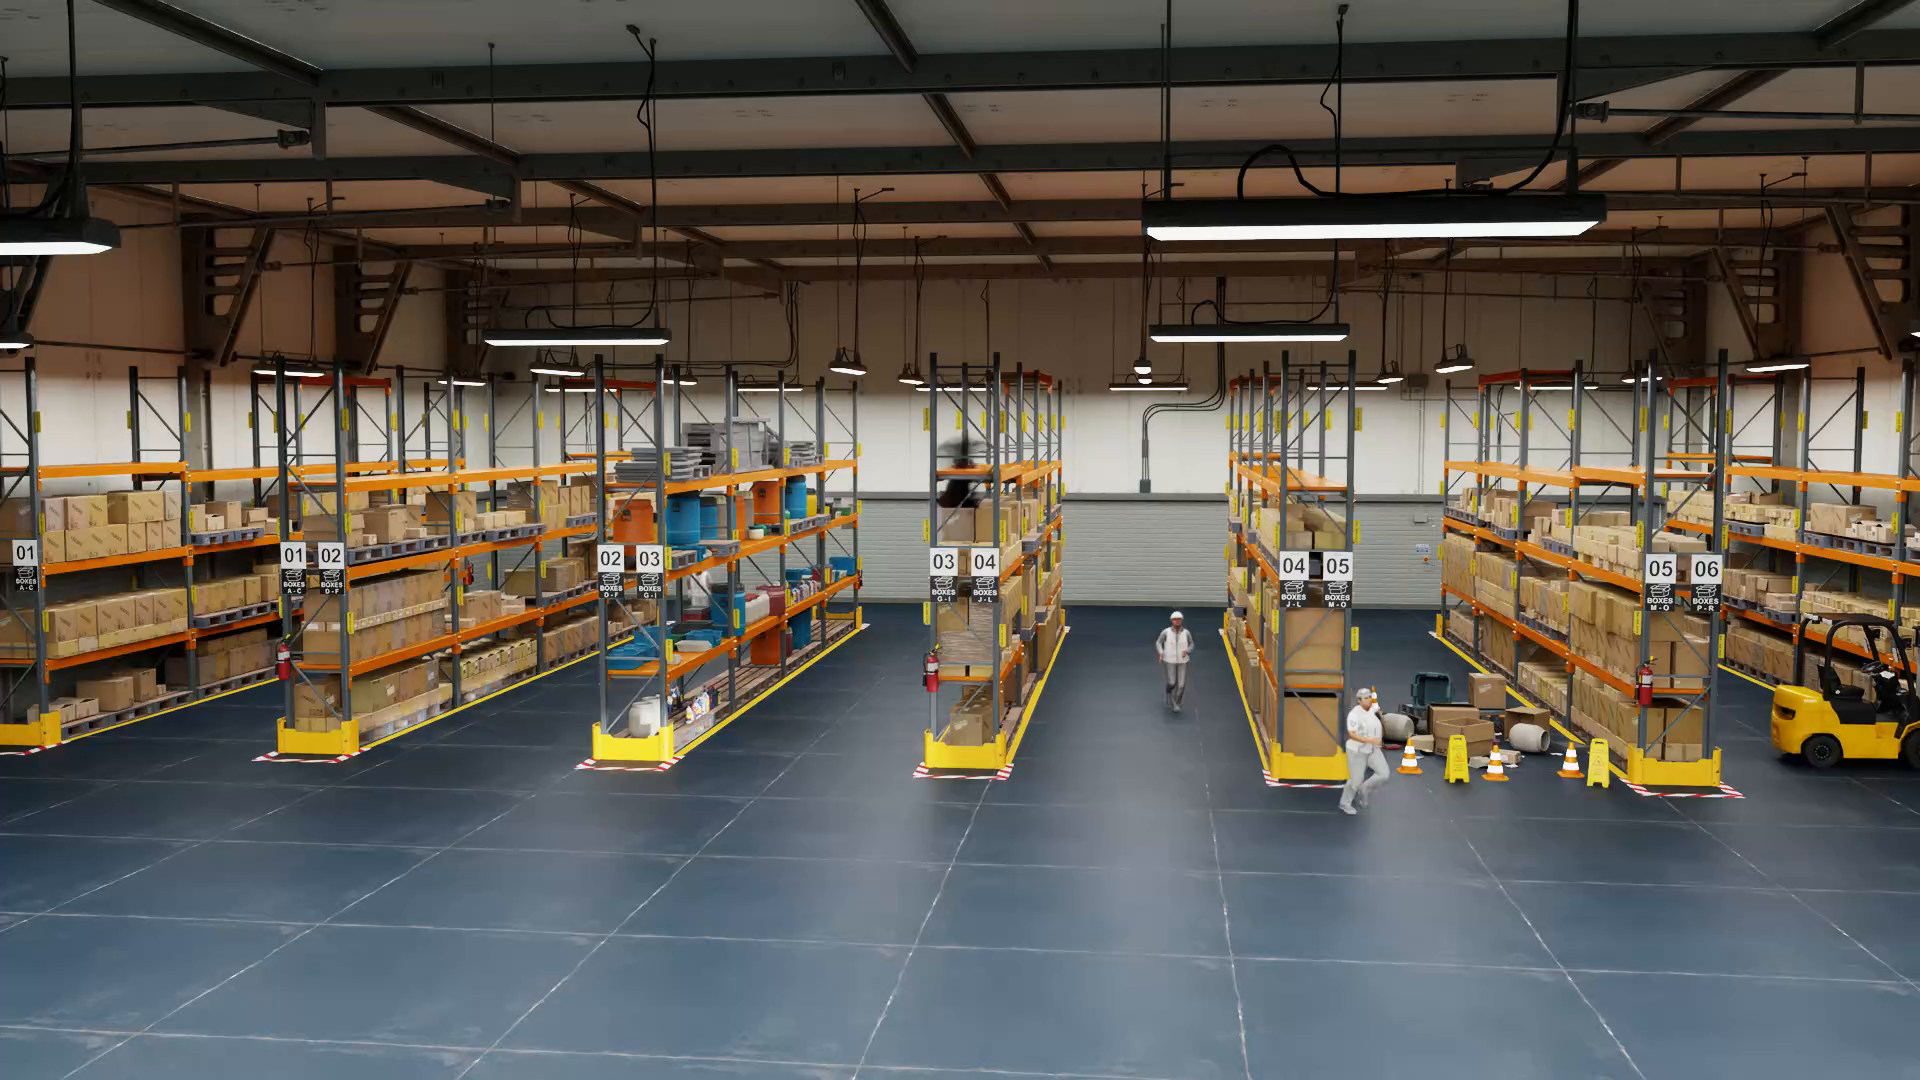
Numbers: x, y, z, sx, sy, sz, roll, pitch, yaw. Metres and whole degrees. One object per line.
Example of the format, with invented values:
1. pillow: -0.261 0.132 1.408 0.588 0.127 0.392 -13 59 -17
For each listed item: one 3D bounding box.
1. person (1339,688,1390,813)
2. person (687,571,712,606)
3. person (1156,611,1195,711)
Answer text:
1. person: 5.170 2.684 21.132 0.634 1.625 0.732 -2 5 -28
2. person: -6.191 1.342 39.490 0.610 1.751 0.800 0 4 -6
3. person: 3.736 2.105 28.760 0.658 1.731 0.570 0 4 0
